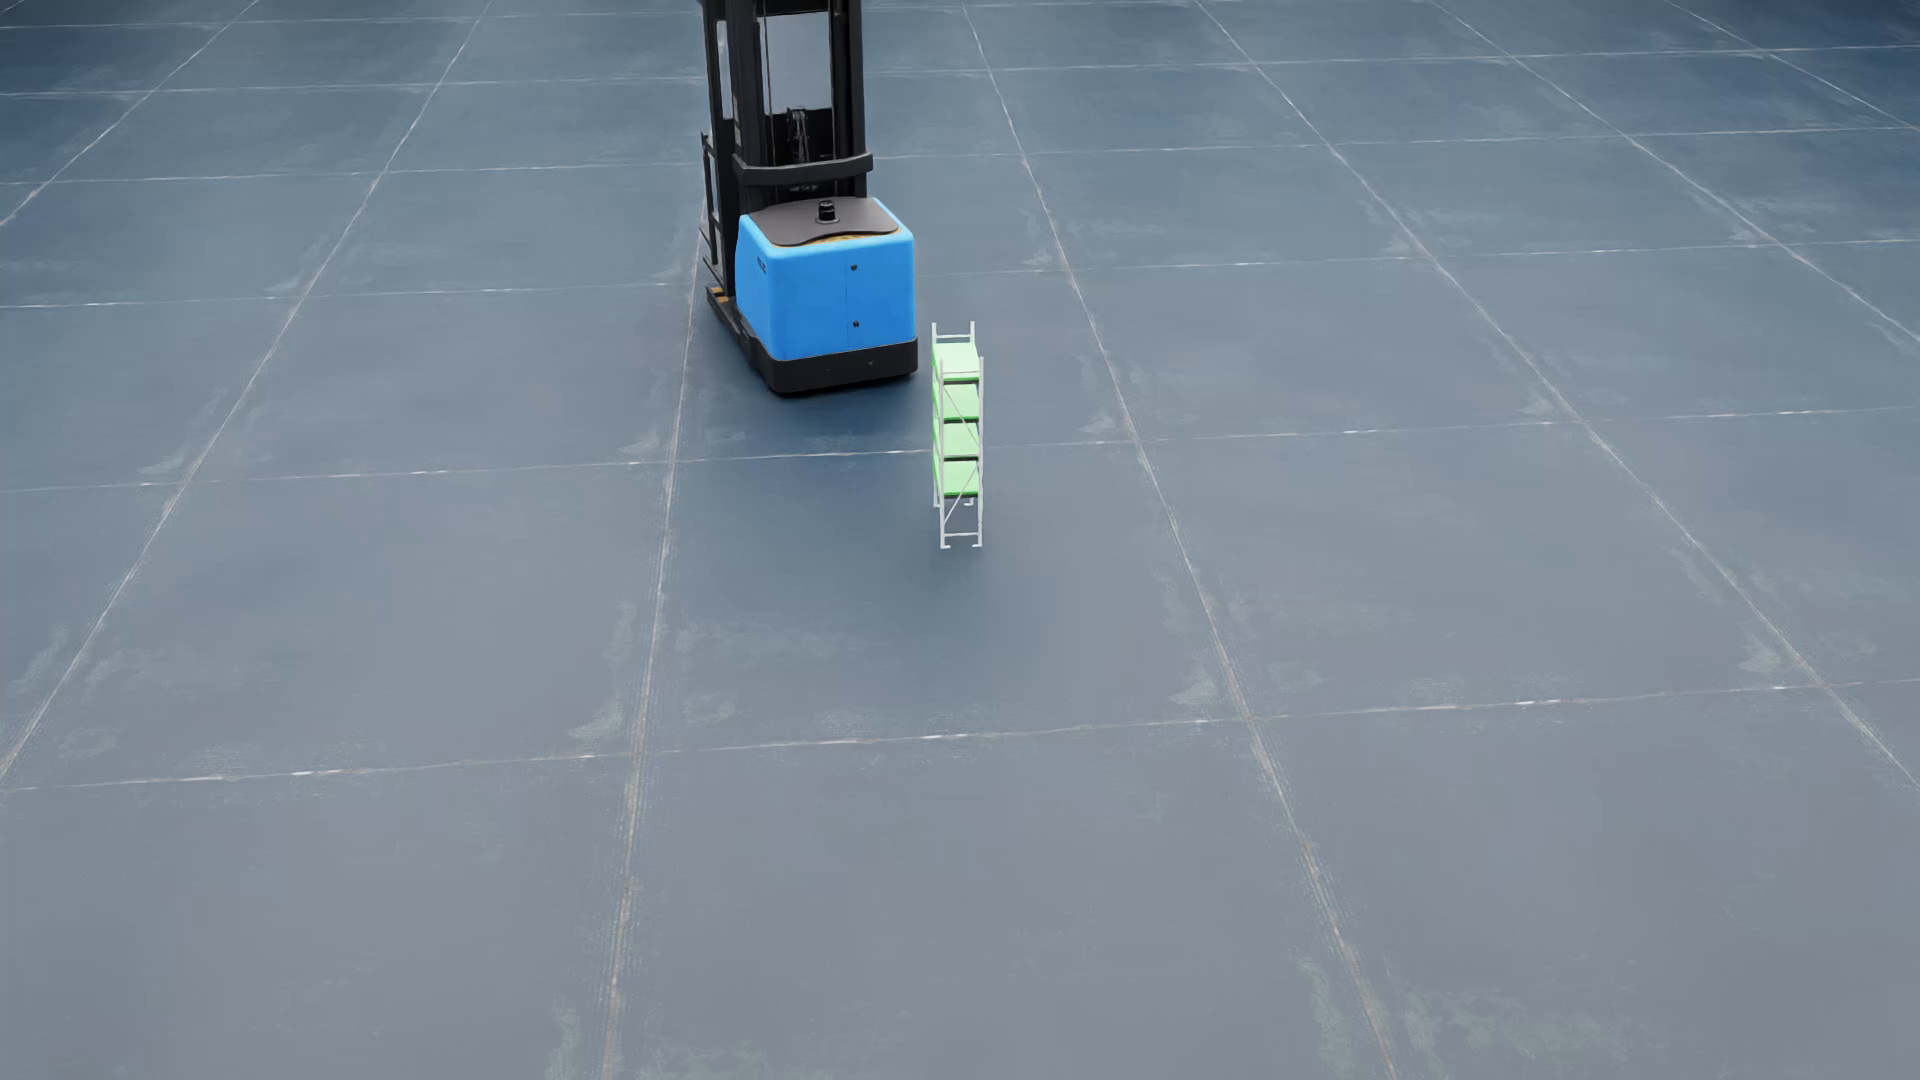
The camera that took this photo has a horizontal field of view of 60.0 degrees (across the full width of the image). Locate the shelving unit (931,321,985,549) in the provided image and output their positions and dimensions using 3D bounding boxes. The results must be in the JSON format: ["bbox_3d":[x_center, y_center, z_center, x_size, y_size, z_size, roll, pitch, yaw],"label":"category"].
[{"bbox_3d":[-0.015,-0.600,9.584,0.258,1.200,0.503,-3,31,-5],"label":"shelving unit"}]

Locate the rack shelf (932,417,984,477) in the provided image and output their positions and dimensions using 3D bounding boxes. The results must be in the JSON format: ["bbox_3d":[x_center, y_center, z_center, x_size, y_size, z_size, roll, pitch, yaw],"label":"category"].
[{"bbox_3d":[-0.015,-0.545,9.617,0.258,0.148,0.480,-3,31,-5],"label":"rack shelf"}]

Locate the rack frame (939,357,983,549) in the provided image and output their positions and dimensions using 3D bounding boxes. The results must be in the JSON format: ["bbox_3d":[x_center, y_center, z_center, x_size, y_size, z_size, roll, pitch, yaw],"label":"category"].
[{"bbox_3d":[0.007,-0.475,9.375,0.240,1.200,0.015,-3,31,-5],"label":"rack frame"}]

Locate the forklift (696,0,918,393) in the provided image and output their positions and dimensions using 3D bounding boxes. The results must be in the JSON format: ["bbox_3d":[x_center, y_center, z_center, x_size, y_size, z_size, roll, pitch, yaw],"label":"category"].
[{"bbox_3d":[-1.291,-2.998,11.911,1.130,2.935,3.031,-11,33,-18],"label":"forklift"}]

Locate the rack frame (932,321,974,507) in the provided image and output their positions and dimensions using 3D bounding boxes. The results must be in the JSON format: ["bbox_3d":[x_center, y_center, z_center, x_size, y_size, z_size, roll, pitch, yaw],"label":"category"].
[{"bbox_3d":[-0.038,-0.724,9.792,0.240,1.200,0.015,-3,31,-5],"label":"rack frame"}]

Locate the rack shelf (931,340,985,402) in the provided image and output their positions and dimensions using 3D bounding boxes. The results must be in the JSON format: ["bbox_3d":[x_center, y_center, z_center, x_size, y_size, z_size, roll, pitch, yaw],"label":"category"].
[{"bbox_3d":[-0.015,-0.957,9.370,0.258,0.148,0.480,-3,31,-5],"label":"rack shelf"}]

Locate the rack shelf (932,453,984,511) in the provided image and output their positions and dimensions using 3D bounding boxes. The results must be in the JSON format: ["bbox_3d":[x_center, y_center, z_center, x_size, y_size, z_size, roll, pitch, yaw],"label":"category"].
[{"bbox_3d":[-0.015,-0.339,9.740,0.258,0.148,0.480,-3,31,-5],"label":"rack shelf"}]

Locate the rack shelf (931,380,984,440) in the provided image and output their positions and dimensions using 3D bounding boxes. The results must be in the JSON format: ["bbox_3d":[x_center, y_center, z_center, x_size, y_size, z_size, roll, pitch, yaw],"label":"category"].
[{"bbox_3d":[-0.015,-0.751,9.494,0.258,0.148,0.480,-3,31,-5],"label":"rack shelf"}]
